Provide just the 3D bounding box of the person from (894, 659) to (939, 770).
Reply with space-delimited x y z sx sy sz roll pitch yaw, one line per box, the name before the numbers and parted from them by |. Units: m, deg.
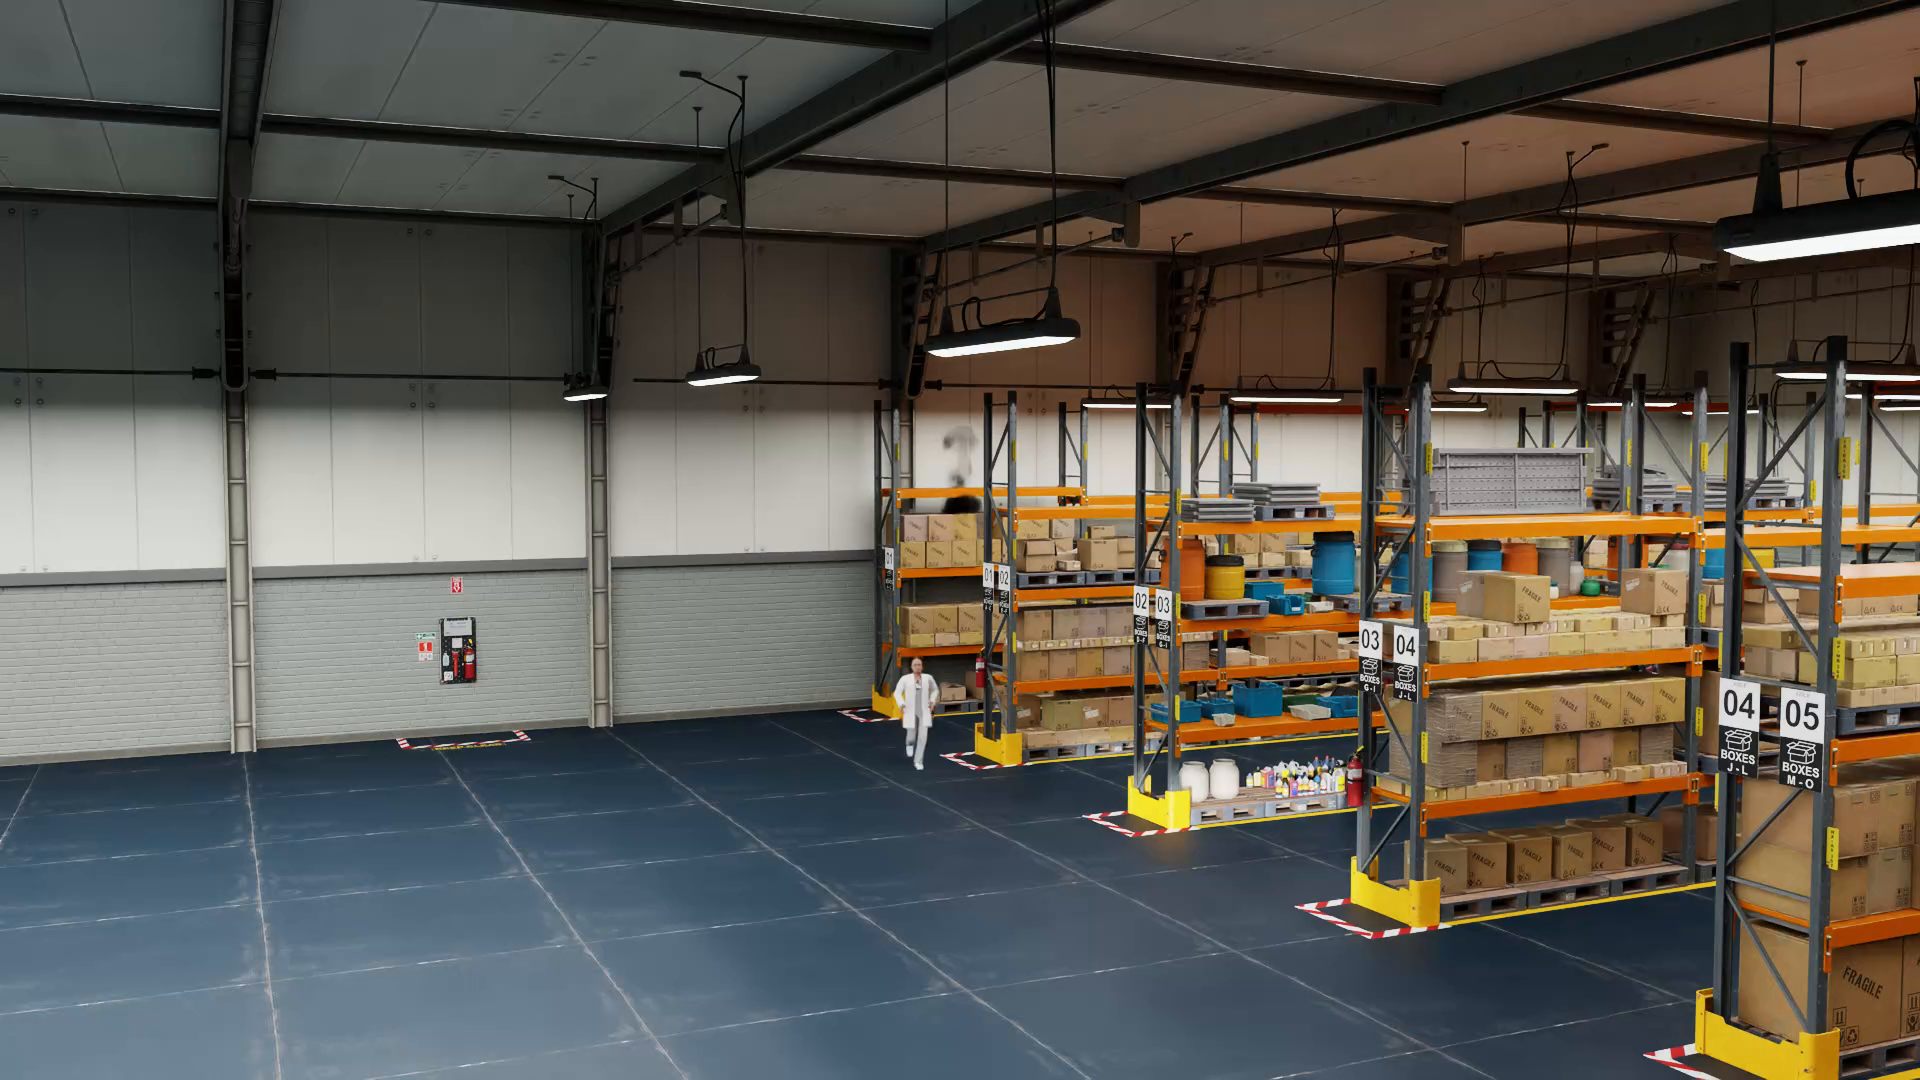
person | -0.683 2.757 26.529 0.725 1.740 0.773 0 3 -8
